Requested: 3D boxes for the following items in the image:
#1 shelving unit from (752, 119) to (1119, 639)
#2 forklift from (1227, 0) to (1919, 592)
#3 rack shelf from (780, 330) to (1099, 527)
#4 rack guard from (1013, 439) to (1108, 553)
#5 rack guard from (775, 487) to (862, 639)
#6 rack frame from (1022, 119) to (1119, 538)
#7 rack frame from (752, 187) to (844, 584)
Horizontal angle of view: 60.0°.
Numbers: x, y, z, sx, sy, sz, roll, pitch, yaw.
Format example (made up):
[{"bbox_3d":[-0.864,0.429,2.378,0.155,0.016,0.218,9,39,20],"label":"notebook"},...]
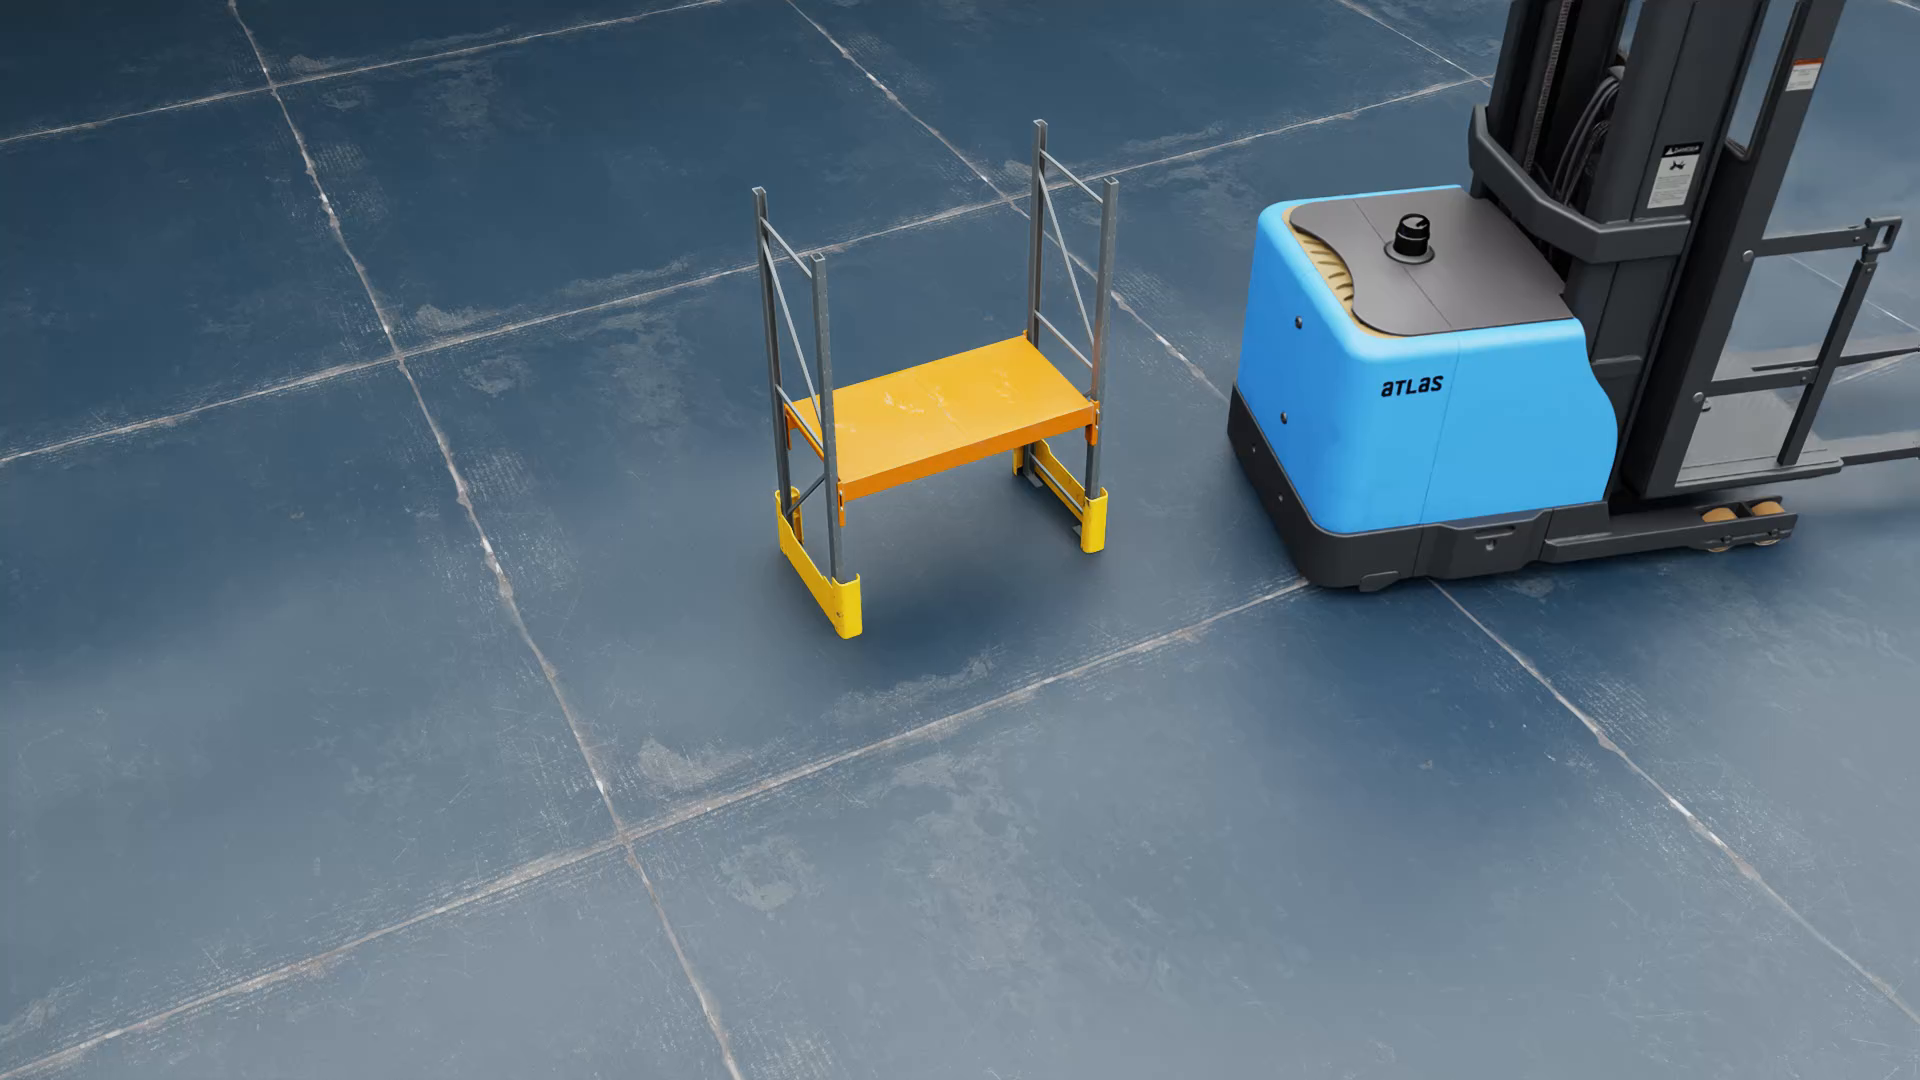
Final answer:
[{"bbox_3d":[-0.068,-0.550,5.739,1.083,1.500,0.587,-19,44,-21],"label":"shelving unit"},{"bbox_3d":[2.636,-1.402,5.638,3.031,2.935,1.130,-7,41,-8],"label":"forklift"},{"bbox_3d":[-0.076,-0.410,5.852,1.000,0.185,0.538,-19,44,-21],"label":"rack shelf"},{"bbox_3d":[0.374,-0.221,6.318,0.087,0.250,0.587,-19,44,-21],"label":"rack guard"},{"bbox_3d":[-0.509,0.076,5.967,0.087,0.250,0.587,-19,44,-21],"label":"rack guard"},{"bbox_3d":[0.375,-0.699,5.915,0.032,1.500,0.500,-19,44,-21],"label":"rack frame"},{"bbox_3d":[-0.527,-0.395,5.556,0.032,1.500,0.500,-19,44,-21],"label":"rack frame"}]
